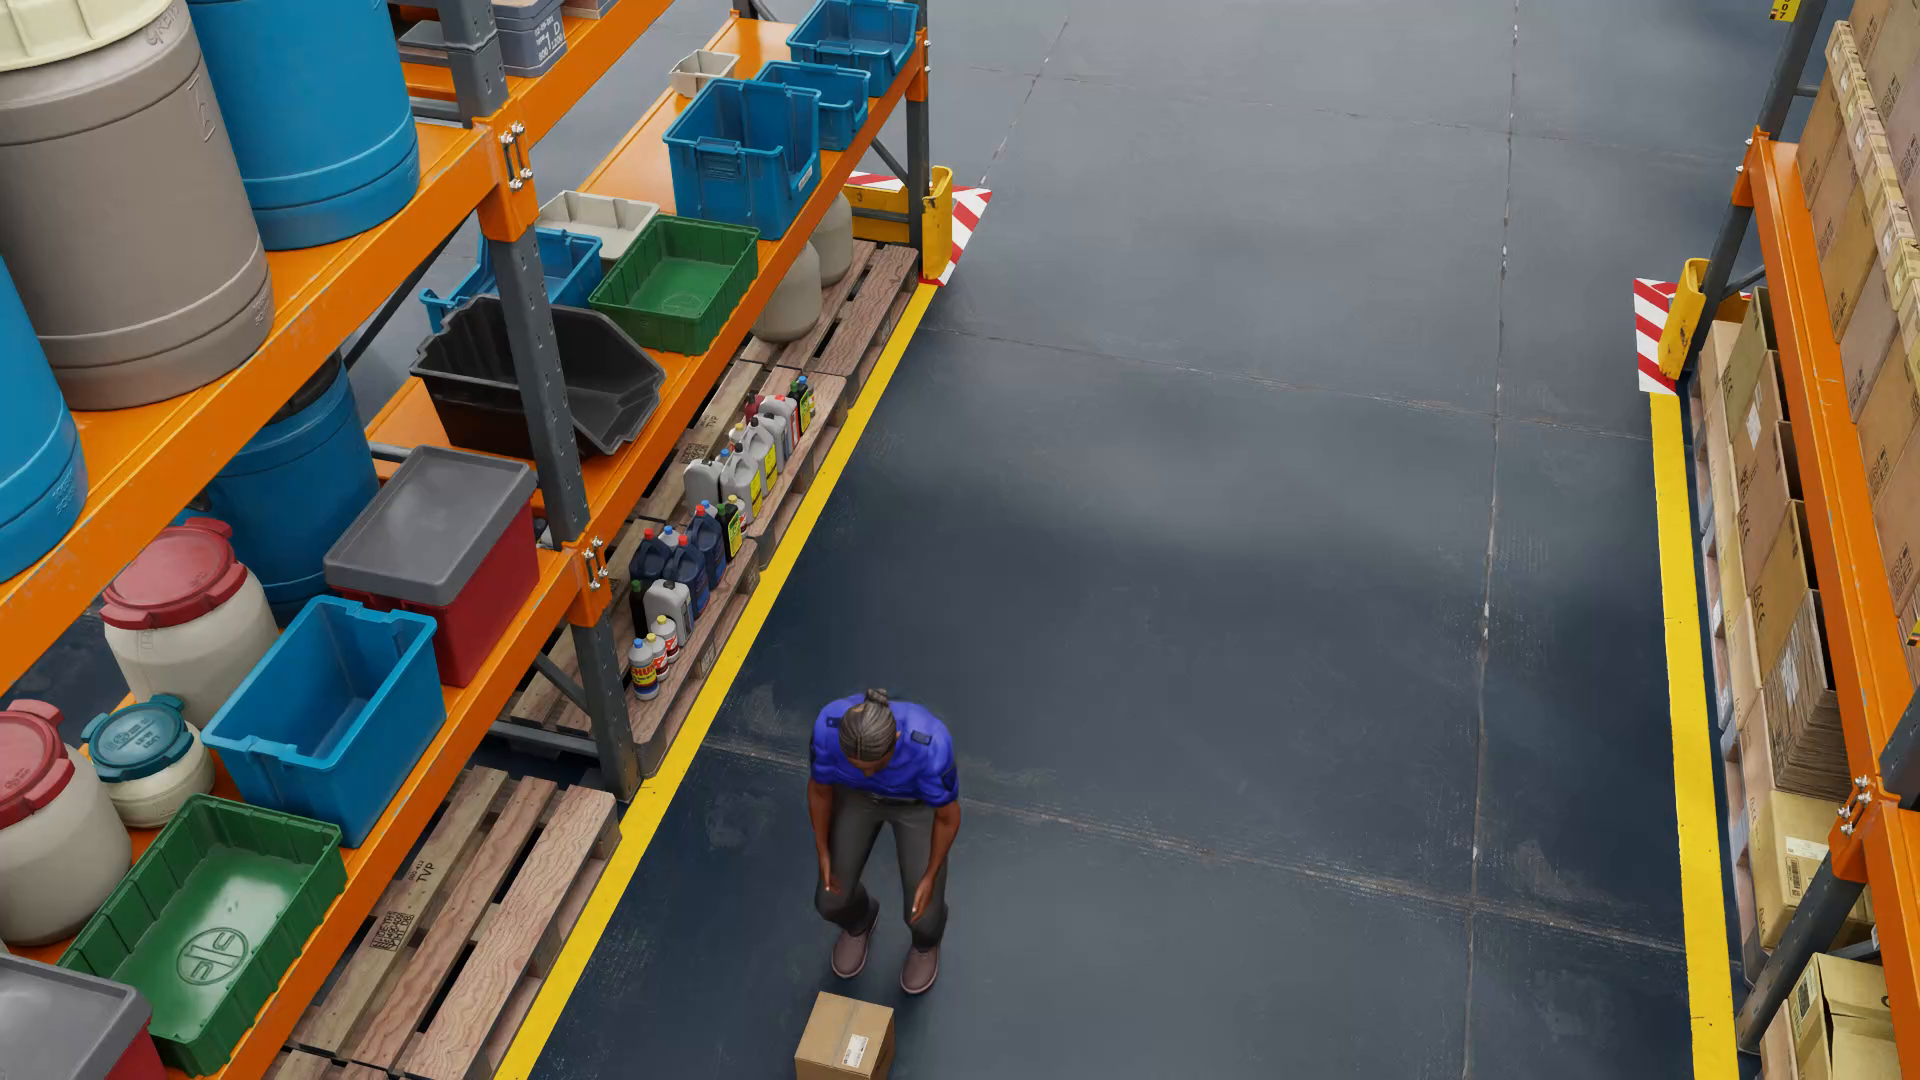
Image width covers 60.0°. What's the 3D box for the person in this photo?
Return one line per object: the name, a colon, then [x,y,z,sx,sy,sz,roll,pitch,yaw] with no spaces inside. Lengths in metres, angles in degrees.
person: [-0.218,0.915,5.276,0.490,1.465,0.556,10,42,12]
